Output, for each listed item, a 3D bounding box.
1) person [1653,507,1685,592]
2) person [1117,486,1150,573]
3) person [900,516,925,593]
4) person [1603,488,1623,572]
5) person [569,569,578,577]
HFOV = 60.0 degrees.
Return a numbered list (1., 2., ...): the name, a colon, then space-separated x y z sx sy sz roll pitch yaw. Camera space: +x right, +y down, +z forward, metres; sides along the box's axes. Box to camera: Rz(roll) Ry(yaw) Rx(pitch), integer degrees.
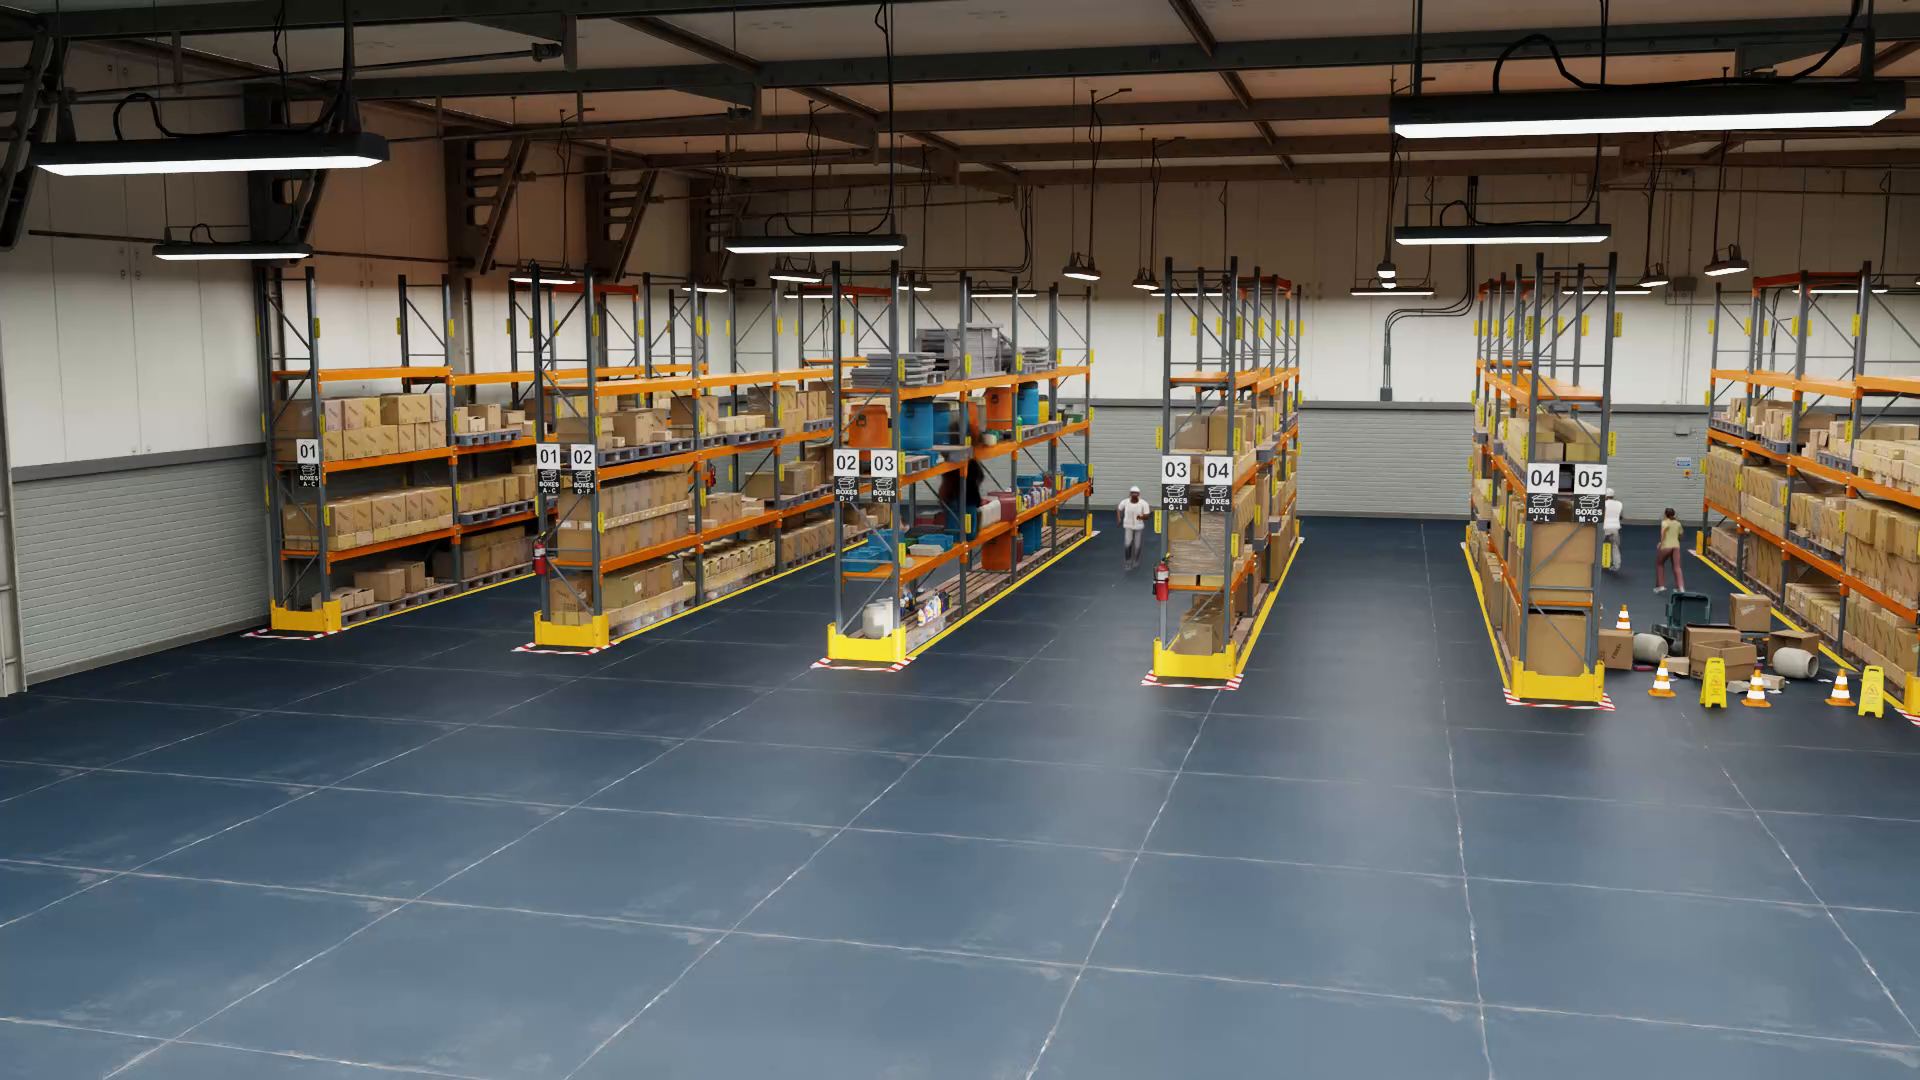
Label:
1. person: 13.405 0.221 31.336 0.572 1.639 0.941 0 7 0
2. person: 3.582 -0.221 34.350 0.673 1.787 0.726 1 7 5
3. person: -0.989 0.290 31.263 0.637 1.538 0.801 0 7 0
4. person: 13.454 -0.221 34.534 0.699 1.695 0.954 0 7 0
5. person: -7.091 0.190 31.152 0.658 1.815 0.726 1 7 5
